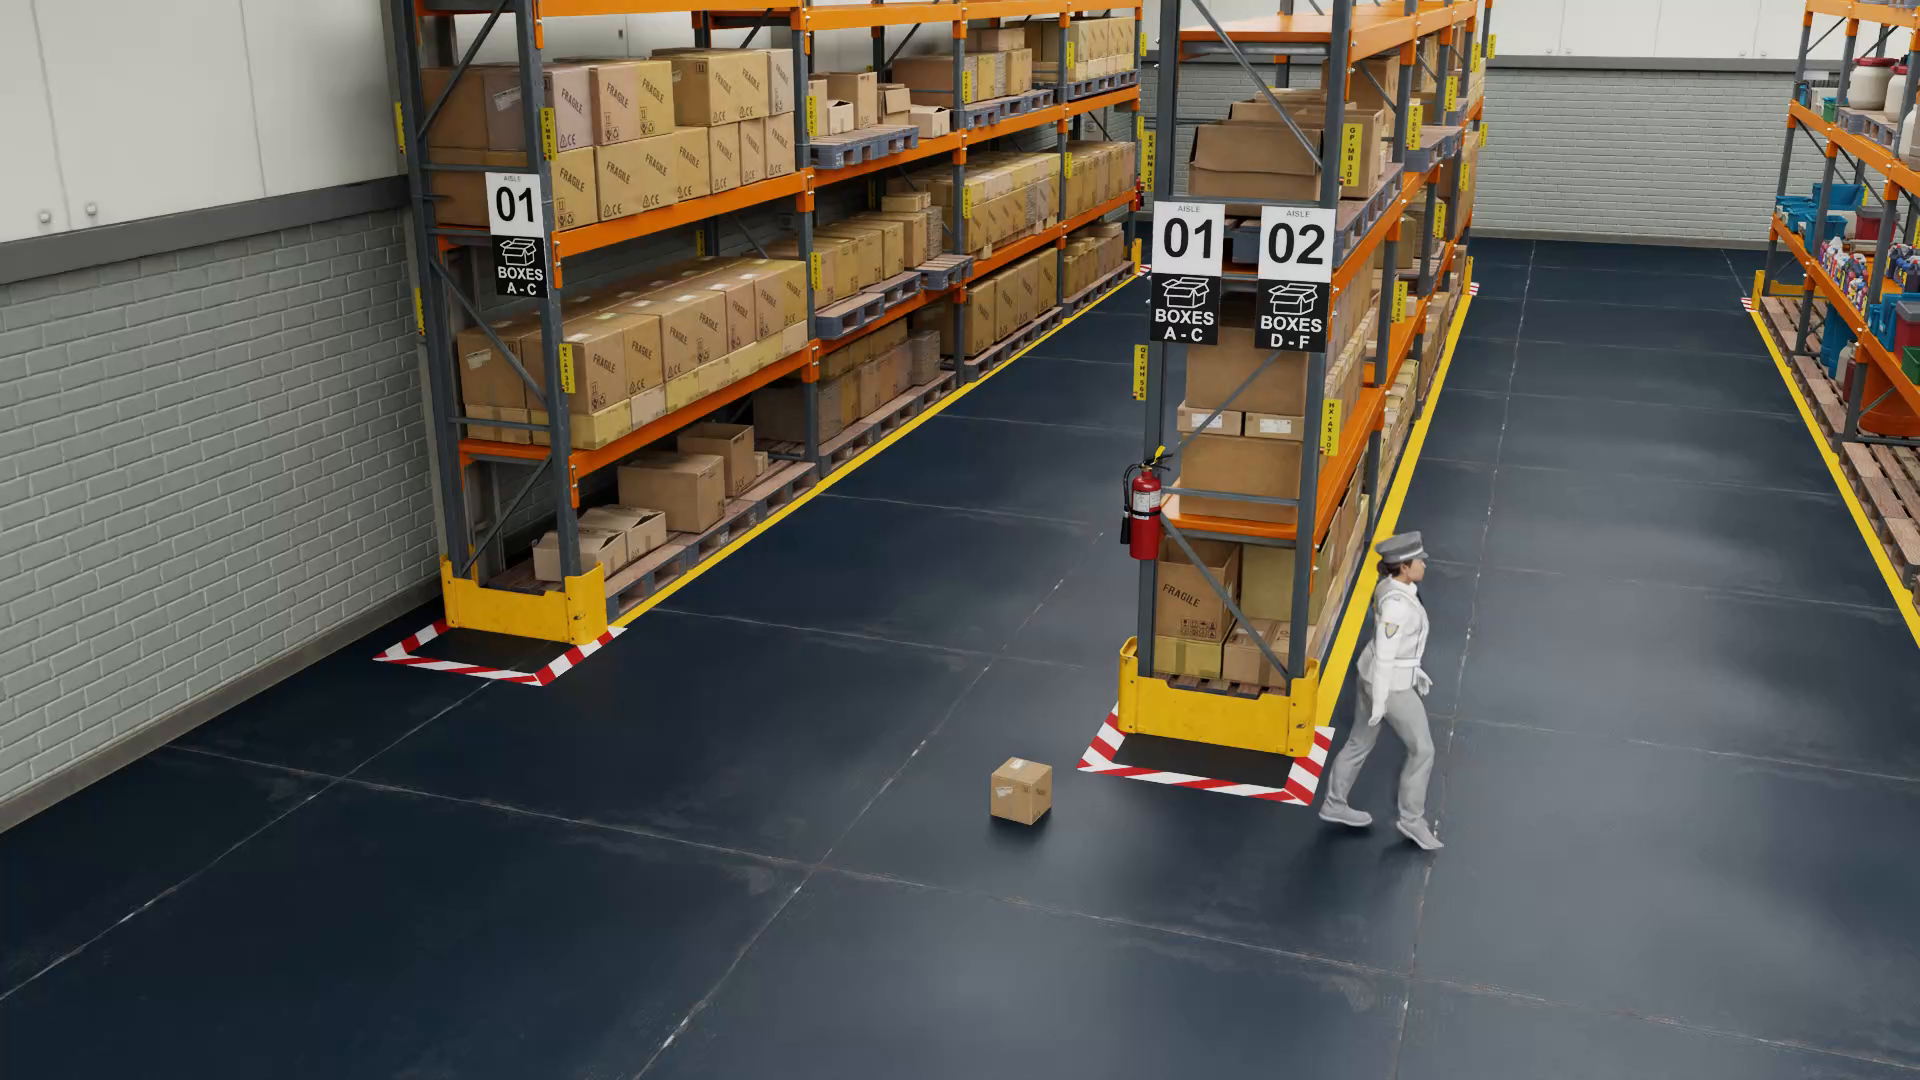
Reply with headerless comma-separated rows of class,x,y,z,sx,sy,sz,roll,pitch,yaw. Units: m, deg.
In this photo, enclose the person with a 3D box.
person,2.268,0.784,8.766,0.644,1.741,0.509,1,19,2
